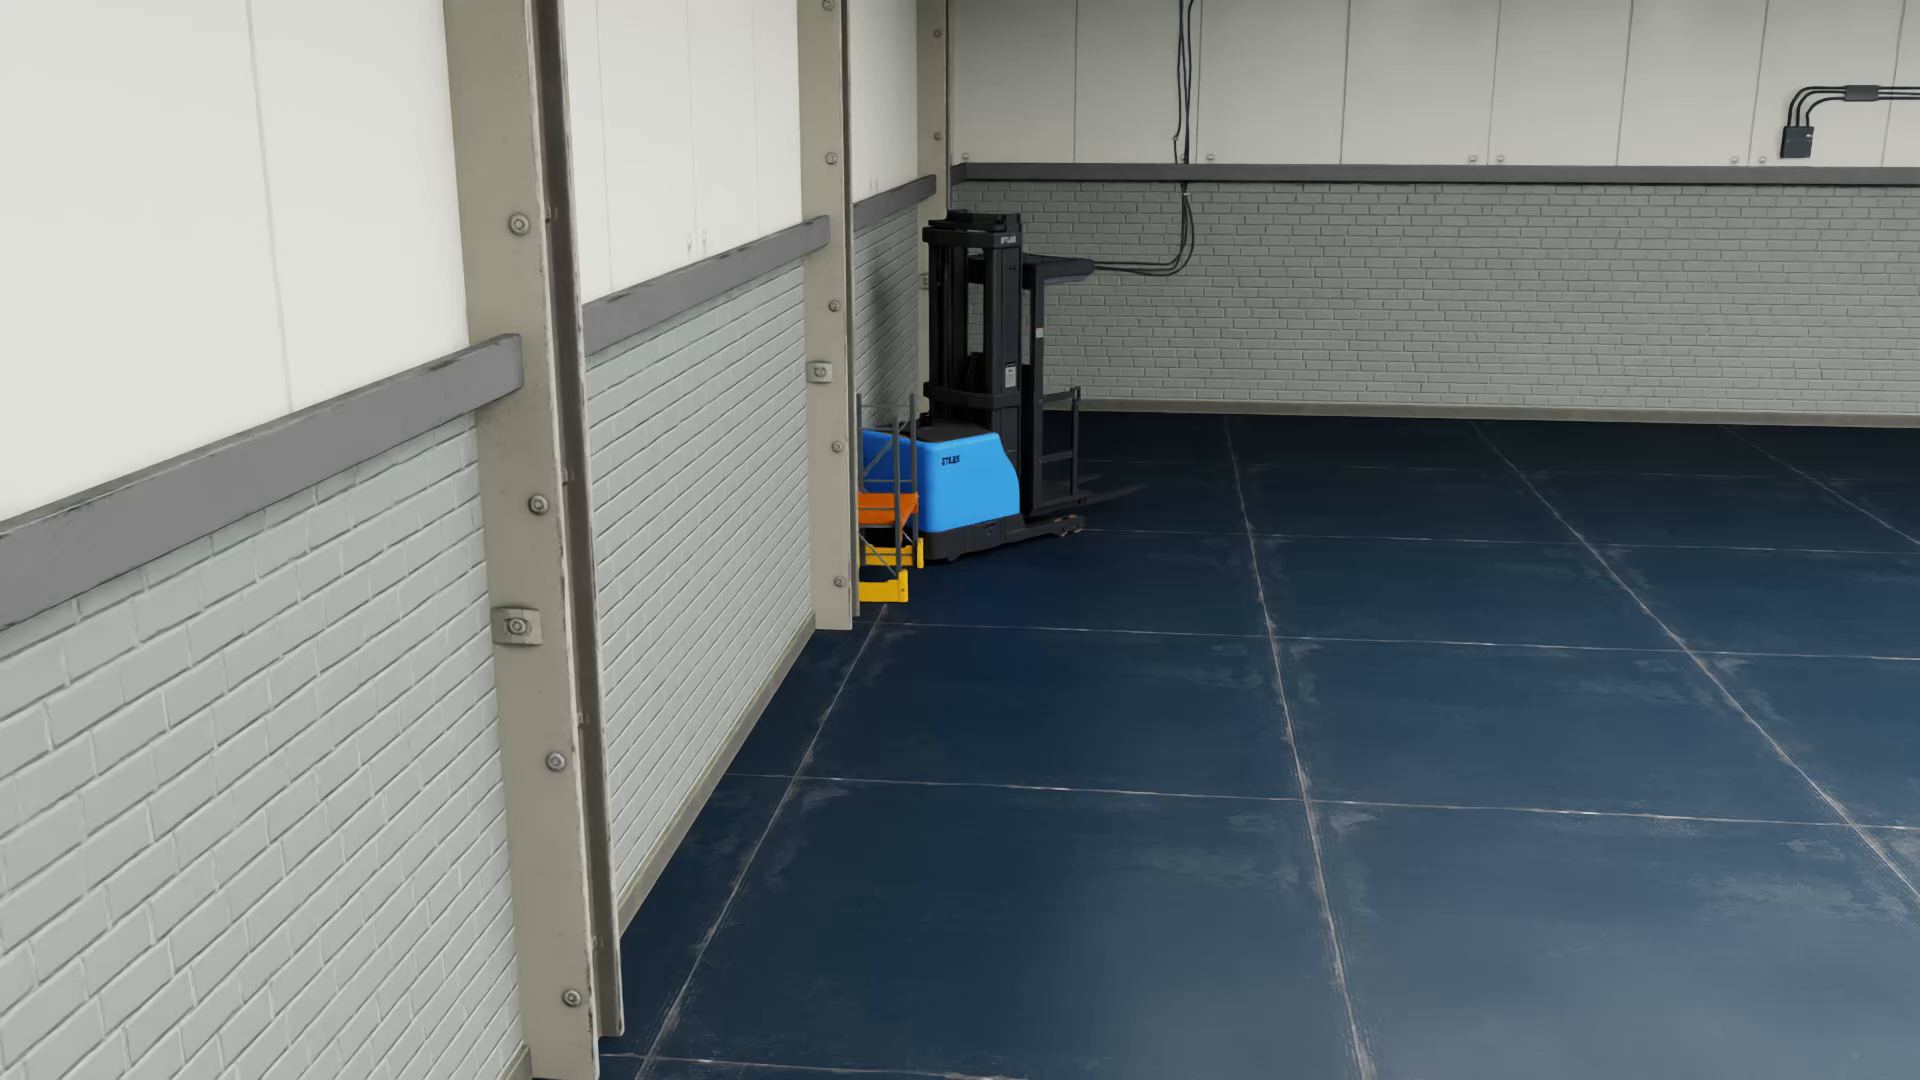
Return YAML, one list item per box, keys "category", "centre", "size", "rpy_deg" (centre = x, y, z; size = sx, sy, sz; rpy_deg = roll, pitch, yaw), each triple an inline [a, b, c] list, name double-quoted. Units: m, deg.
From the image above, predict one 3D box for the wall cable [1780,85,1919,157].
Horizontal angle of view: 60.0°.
- category: "wall cable"
  centre: [10.794, -7.356, 18.610]
  size: [2.305, 6.003, 0.169]
  rpy_deg: [2, 15, 6]

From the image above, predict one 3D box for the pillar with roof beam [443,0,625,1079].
- category: "pillar with roof beam"
  centre: [2.640, -2.033, 5.442]
  size: [9.100, 9.000, 0.400]
  rpy_deg: [2, 15, 6]

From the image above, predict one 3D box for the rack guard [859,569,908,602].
- category: "rack guard"
  centre: [-0.713, 0.363, 13.309]
  size: [0.587, 0.250, 0.087]
  rpy_deg: [1, 15, 6]

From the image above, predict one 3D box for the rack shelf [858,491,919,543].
- category: "rack shelf"
  centre: [-0.666, -0.197, 13.683]
  size: [0.538, 0.185, 1.000]
  rpy_deg: [1, 15, 6]

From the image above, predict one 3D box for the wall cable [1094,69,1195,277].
- category: "wall cable"
  centre: [1.363, -4.499, 20.508]
  size: [3.097, 2.526, 0.112]
  rpy_deg: [2, 15, 6]

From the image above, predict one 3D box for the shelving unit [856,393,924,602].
- category: "shelving unit"
  centre: [-0.669, -0.369, 13.628]
  size: [0.587, 1.500, 1.083]
  rpy_deg: [1, 15, 6]

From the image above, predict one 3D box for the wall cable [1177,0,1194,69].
- category: "wall cable"
  centre: [4.051, -6.857, 19.554]
  size: [3.097, 2.526, 0.112]
  rpy_deg: [2, 15, 6]

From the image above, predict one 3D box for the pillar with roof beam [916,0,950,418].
- category: "pillar with roof beam"
  centre: [3.994, -5.146, 16.952]
  size: [9.100, 9.000, 0.400]
  rpy_deg: [2, 15, 6]

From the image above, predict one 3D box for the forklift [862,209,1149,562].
- category: "forklift"
  centre: [0.516, -1.533, 15.216]
  size: [3.031, 2.935, 1.130]
  rpy_deg: [-14, 20, -41]

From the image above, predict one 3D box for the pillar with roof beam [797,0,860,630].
- category: "pillar with roof beam"
  centre: [3.317, -3.590, 11.197]
  size: [9.100, 9.000, 0.400]
  rpy_deg: [2, 15, 6]

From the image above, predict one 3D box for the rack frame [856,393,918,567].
- category: "rack frame"
  centre: [-0.616, -0.501, 14.126]
  size: [0.500, 1.500, 0.032]
  rpy_deg: [1, 15, 6]

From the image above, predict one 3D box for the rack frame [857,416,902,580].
- category: "rack frame"
  centre: [-0.721, -0.241, 13.148]
  size: [0.500, 1.500, 0.032]
  rpy_deg: [1, 15, 6]

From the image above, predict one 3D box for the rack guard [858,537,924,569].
- category: "rack guard"
  centre: [-0.609, 0.109, 14.266]
  size: [0.587, 0.250, 0.087]
  rpy_deg: [1, 15, 6]
